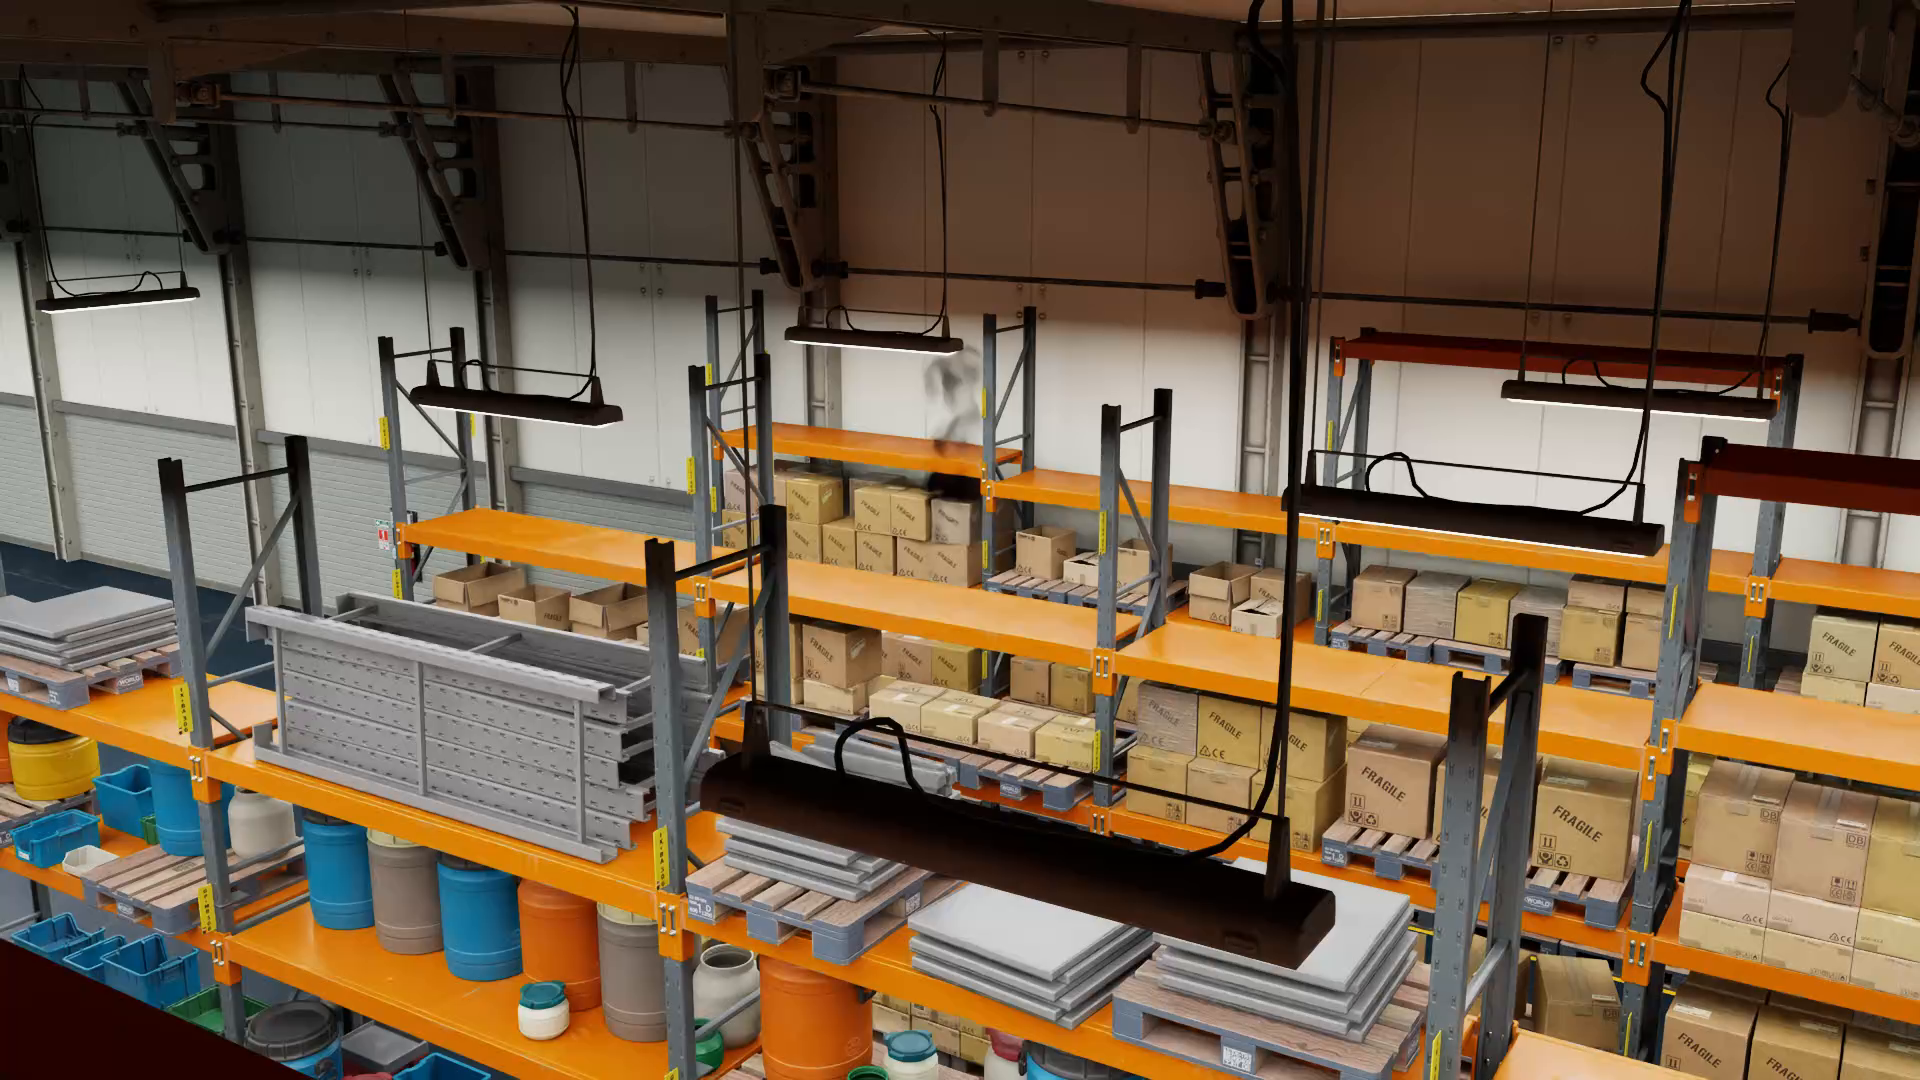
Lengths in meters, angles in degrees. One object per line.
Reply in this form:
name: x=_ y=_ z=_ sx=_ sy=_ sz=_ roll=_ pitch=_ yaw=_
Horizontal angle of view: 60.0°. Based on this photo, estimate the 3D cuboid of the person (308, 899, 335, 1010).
person: x=-5.559 y=3.623 z=15.077 sx=1.036 sy=1.777 sz=0.663 roll=4 pitch=14 yaw=17
